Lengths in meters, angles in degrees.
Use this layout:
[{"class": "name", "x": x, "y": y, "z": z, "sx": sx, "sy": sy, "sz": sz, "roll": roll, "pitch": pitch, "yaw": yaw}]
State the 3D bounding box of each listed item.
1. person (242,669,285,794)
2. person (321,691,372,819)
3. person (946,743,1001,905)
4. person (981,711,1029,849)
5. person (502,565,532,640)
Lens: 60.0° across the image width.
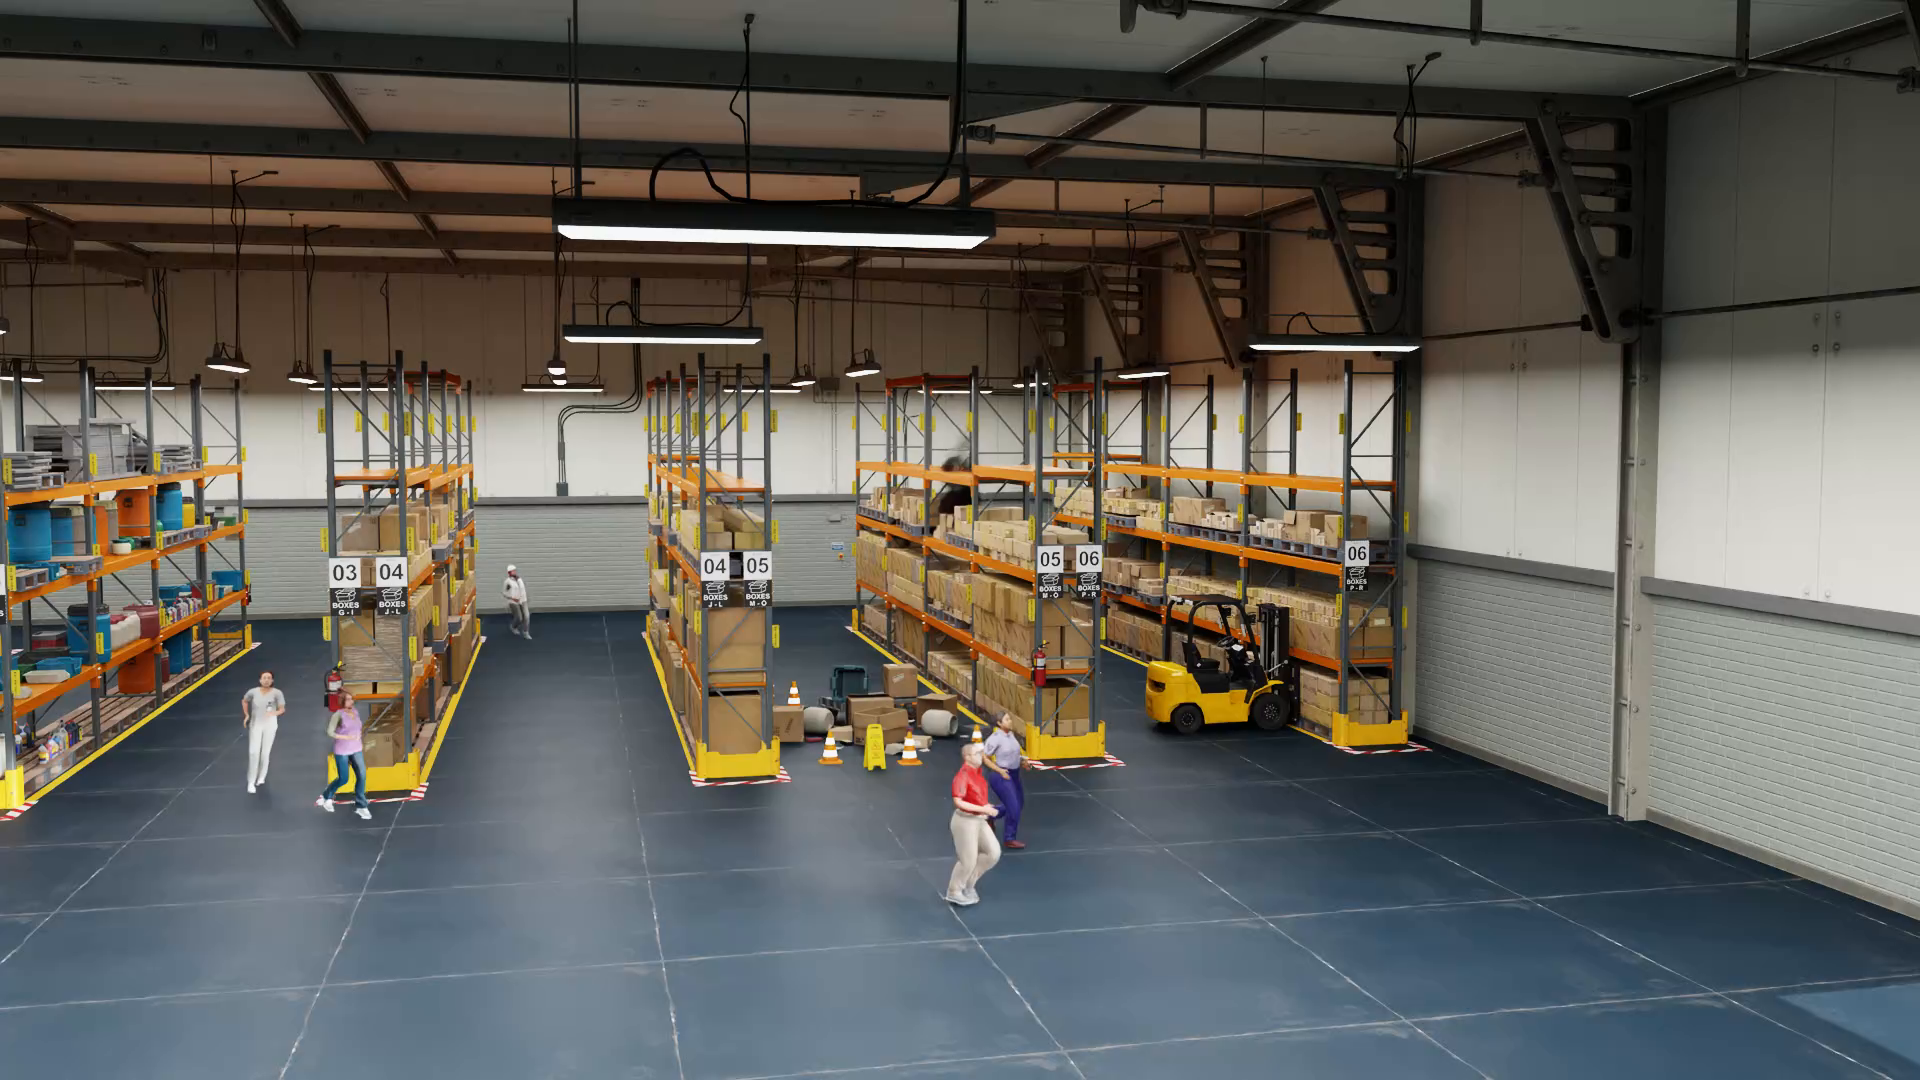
[{"class": "person", "x": -9.541, "y": 2.609, "z": 22.802, "sx": 0.550, "sy": 1.692, "sz": 0.712, "roll": -2, "pitch": 4, "yaw": -22}, {"class": "person", "x": -7.822, "y": 2.729, "z": 21.173, "sx": 0.766, "sy": 1.613, "sz": 0.544, "roll": 2, "pitch": 5, "yaw": 30}, {"class": "person", "x": 0.153, "y": 2.959, "z": 17.210, "sx": 0.630, "sy": 1.717, "sz": 0.657, "roll": 2, "pitch": 4, "yaw": 24}, {"class": "person", "x": 0.516, "y": 2.829, "z": 19.741, "sx": 0.647, "sy": 1.598, "sz": 0.613, "roll": 3, "pitch": 5, "yaw": 33}, {"class": "person", "x": -10.308, "y": 1.457, "z": 38.684, "sx": 0.740, "sy": 1.752, "sz": 0.703, "roll": 3, "pitch": 5, "yaw": 41}]
